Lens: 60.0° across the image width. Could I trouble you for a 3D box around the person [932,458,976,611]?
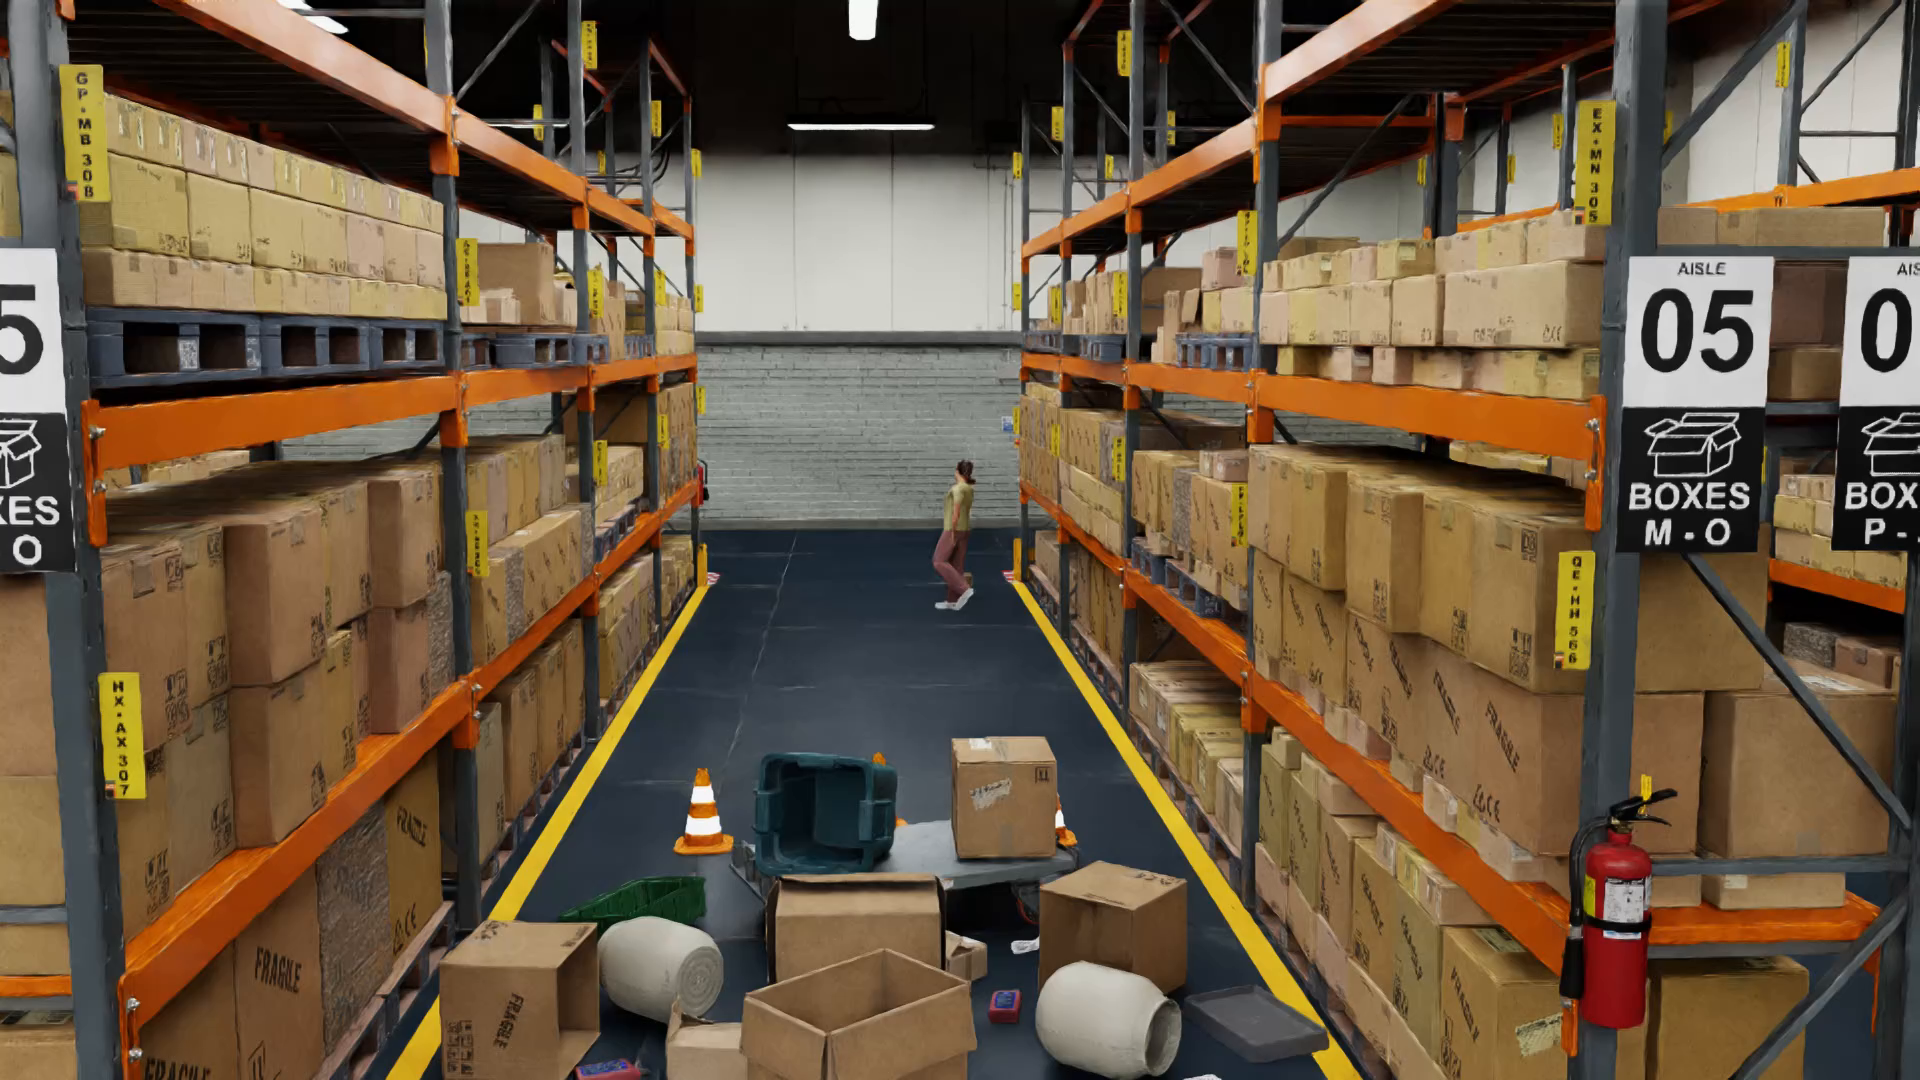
[{"bbox_3d":[-0.018,-0.065,18.275,0.478,1.653,0.525,4,8,28],"label":"person"}]
